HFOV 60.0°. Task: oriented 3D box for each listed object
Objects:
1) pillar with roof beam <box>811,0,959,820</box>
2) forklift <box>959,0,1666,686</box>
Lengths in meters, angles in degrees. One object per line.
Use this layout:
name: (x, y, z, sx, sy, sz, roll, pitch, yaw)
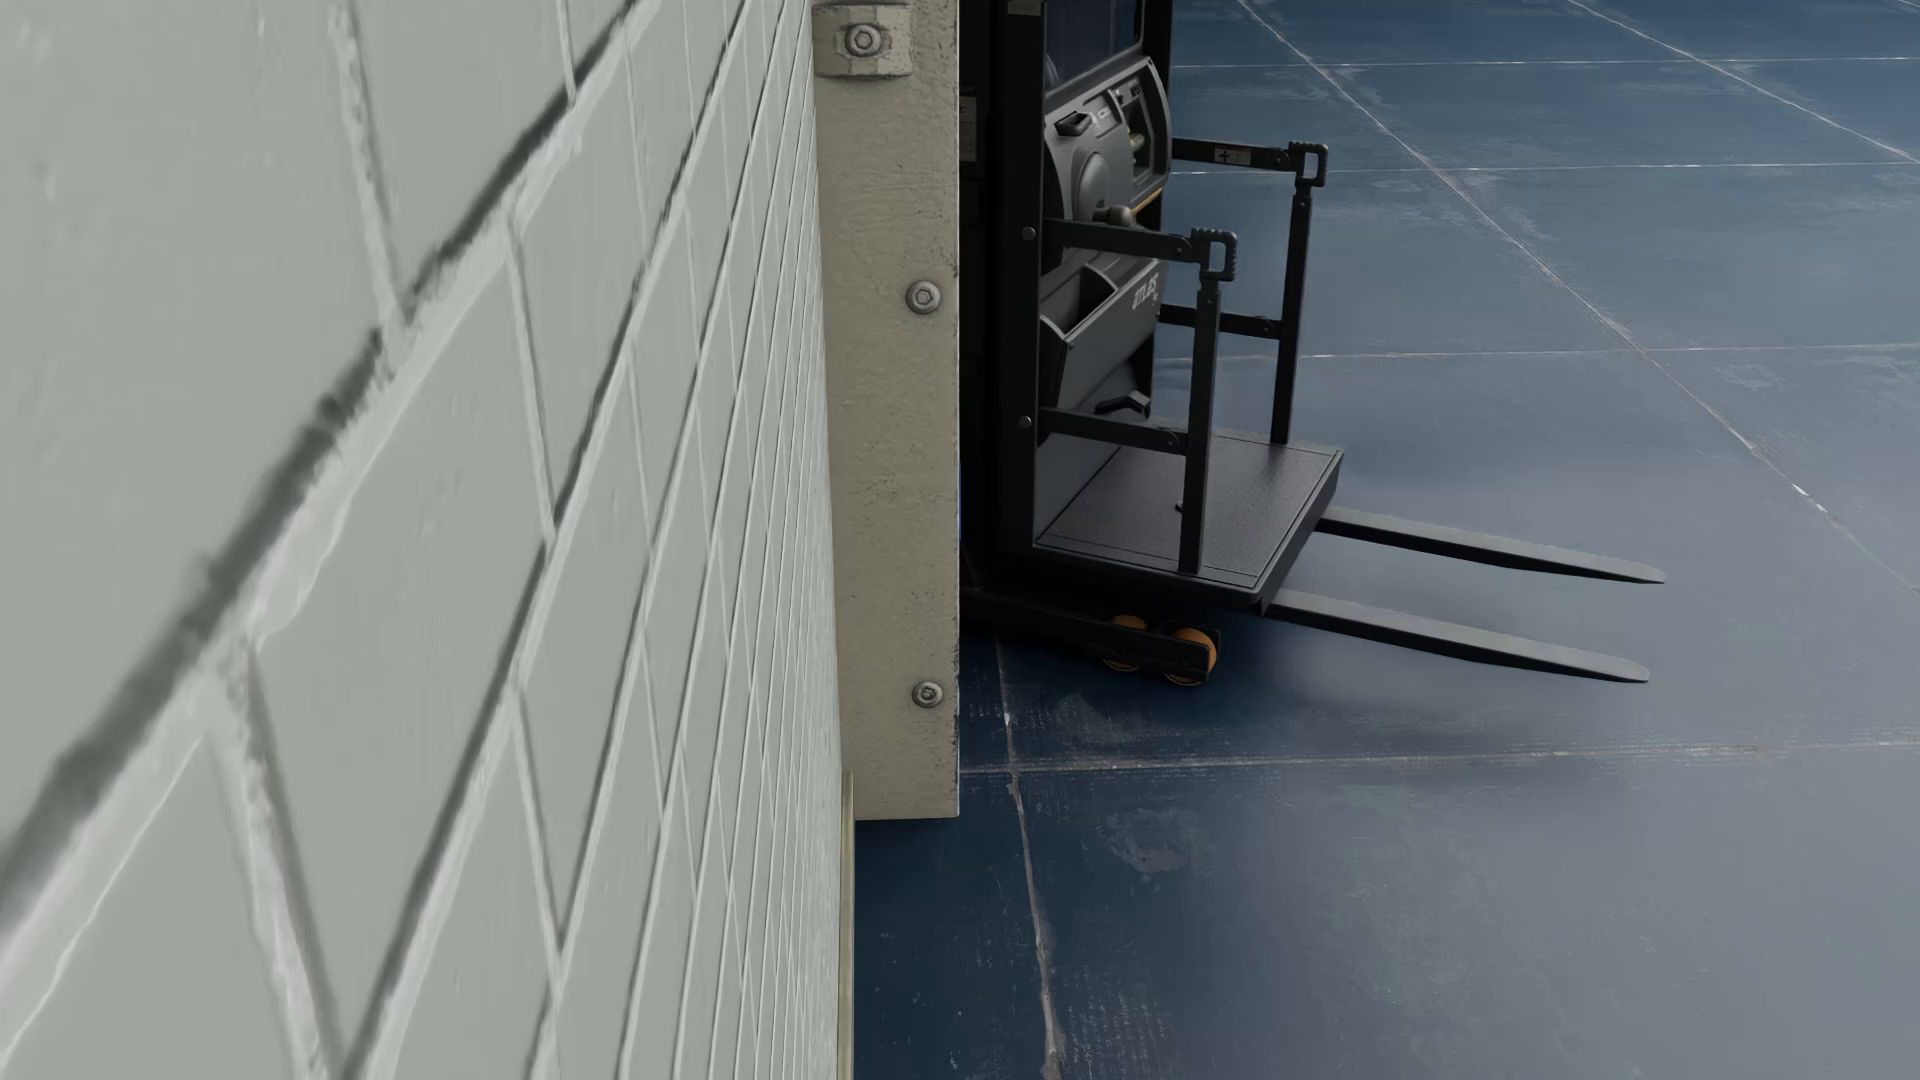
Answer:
pillar with roof beam: (4.132, -3.462, 2.612, 9.100, 9.000, 0.400, -1, 28, -3)
forklift: (0.621, -1.151, 4.742, 3.031, 2.935, 1.130, 12, 30, 22)
